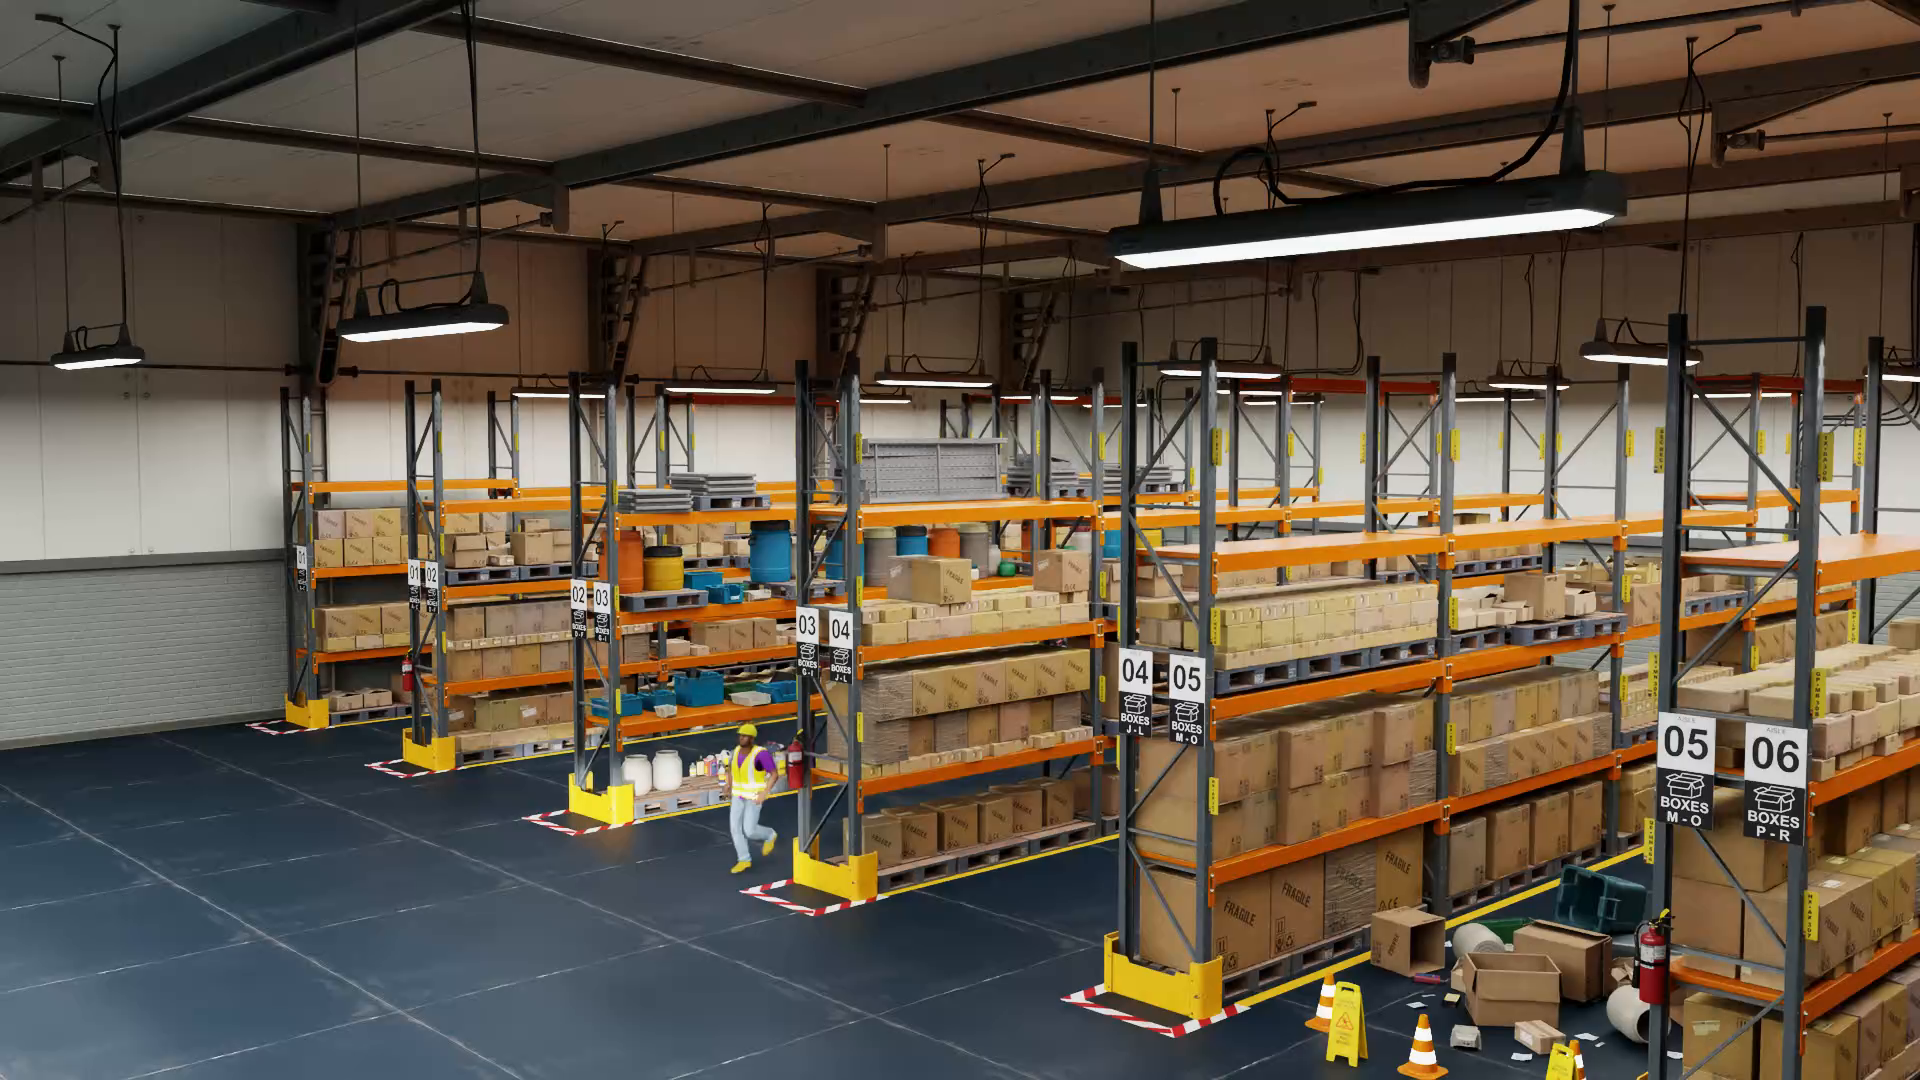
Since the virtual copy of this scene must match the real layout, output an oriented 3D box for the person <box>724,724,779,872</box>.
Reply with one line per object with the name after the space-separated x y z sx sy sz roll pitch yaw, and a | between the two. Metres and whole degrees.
-2.481 3.046 19.835 0.728 1.737 0.703 2 4 30 | person
